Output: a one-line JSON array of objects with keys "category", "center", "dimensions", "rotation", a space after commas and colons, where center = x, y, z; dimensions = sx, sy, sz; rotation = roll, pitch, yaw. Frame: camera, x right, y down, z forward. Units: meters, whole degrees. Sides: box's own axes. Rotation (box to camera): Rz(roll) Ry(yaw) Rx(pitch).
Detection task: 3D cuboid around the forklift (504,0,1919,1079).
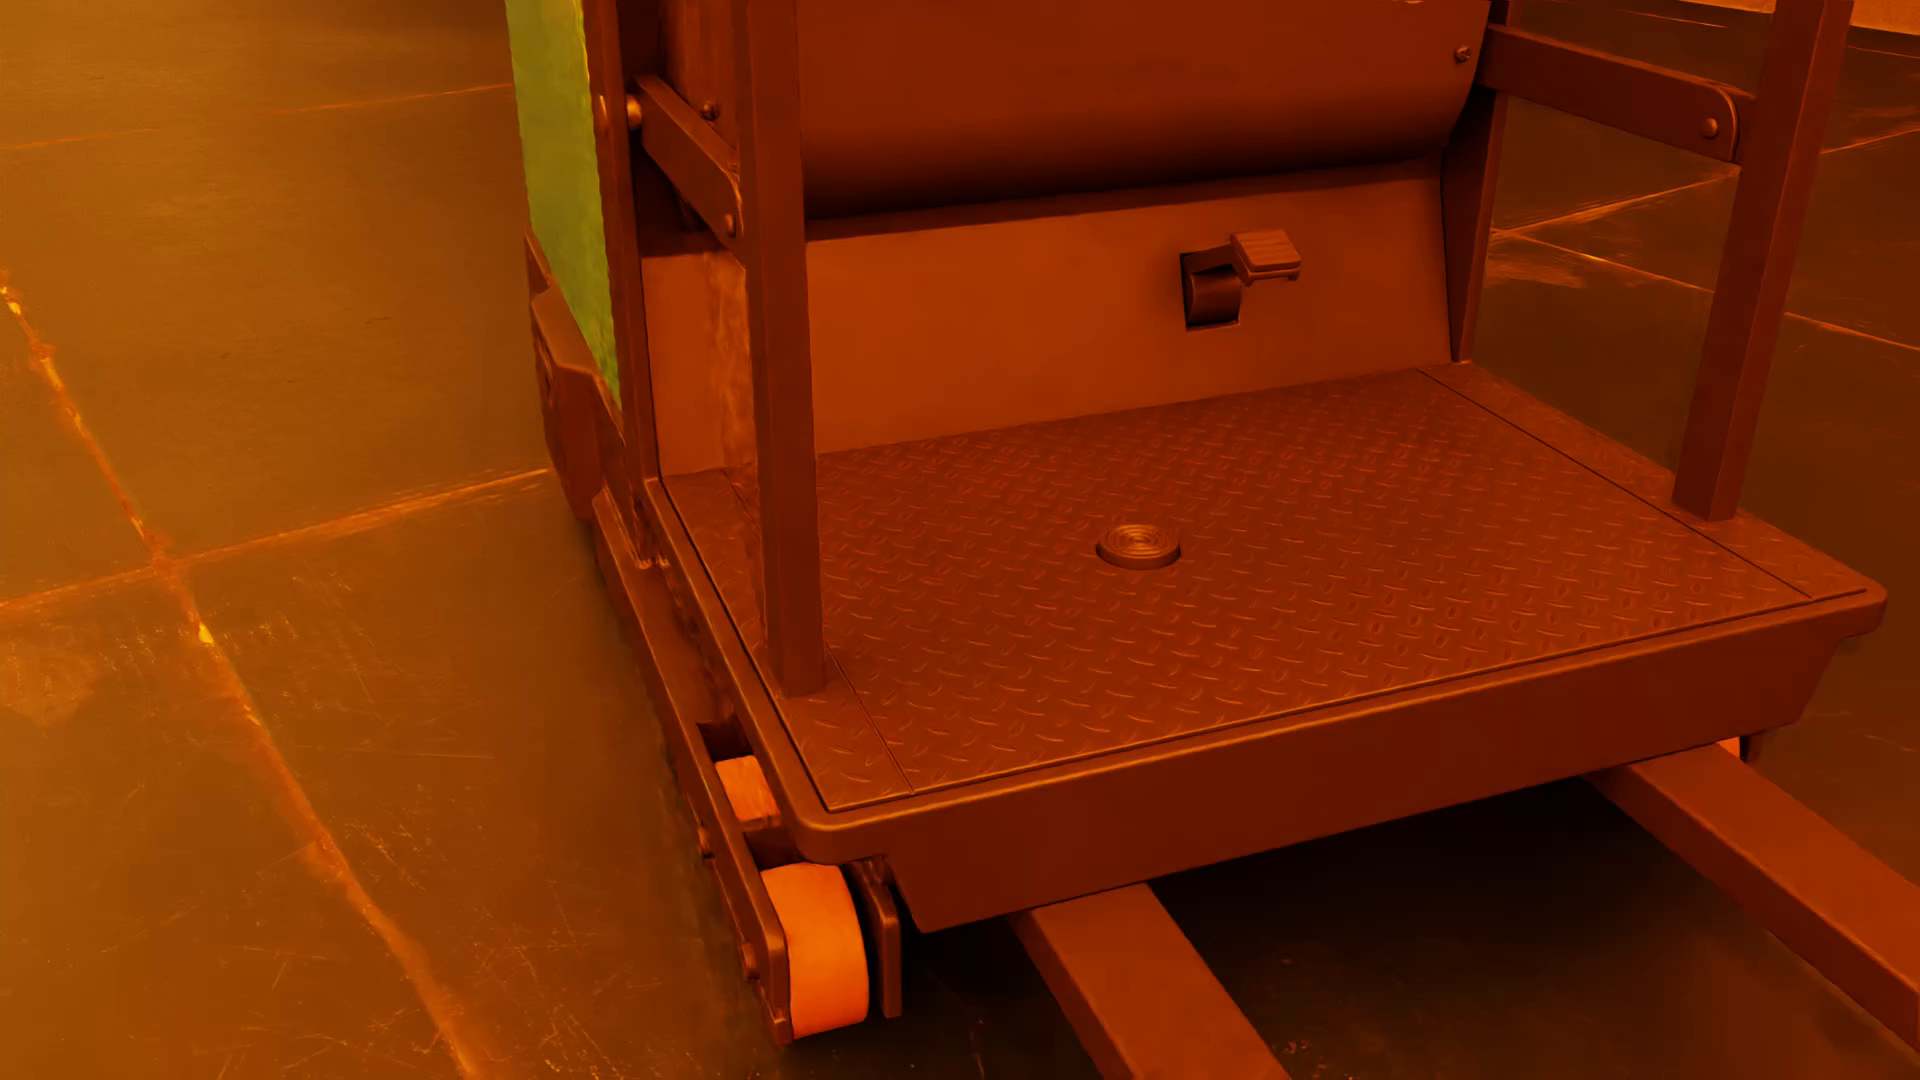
[{"category": "forklift", "center": [0.228, -1.053, 1.330], "dimensions": [1.130, 2.935, 3.031], "rotation": [-9, 28, -18]}]
